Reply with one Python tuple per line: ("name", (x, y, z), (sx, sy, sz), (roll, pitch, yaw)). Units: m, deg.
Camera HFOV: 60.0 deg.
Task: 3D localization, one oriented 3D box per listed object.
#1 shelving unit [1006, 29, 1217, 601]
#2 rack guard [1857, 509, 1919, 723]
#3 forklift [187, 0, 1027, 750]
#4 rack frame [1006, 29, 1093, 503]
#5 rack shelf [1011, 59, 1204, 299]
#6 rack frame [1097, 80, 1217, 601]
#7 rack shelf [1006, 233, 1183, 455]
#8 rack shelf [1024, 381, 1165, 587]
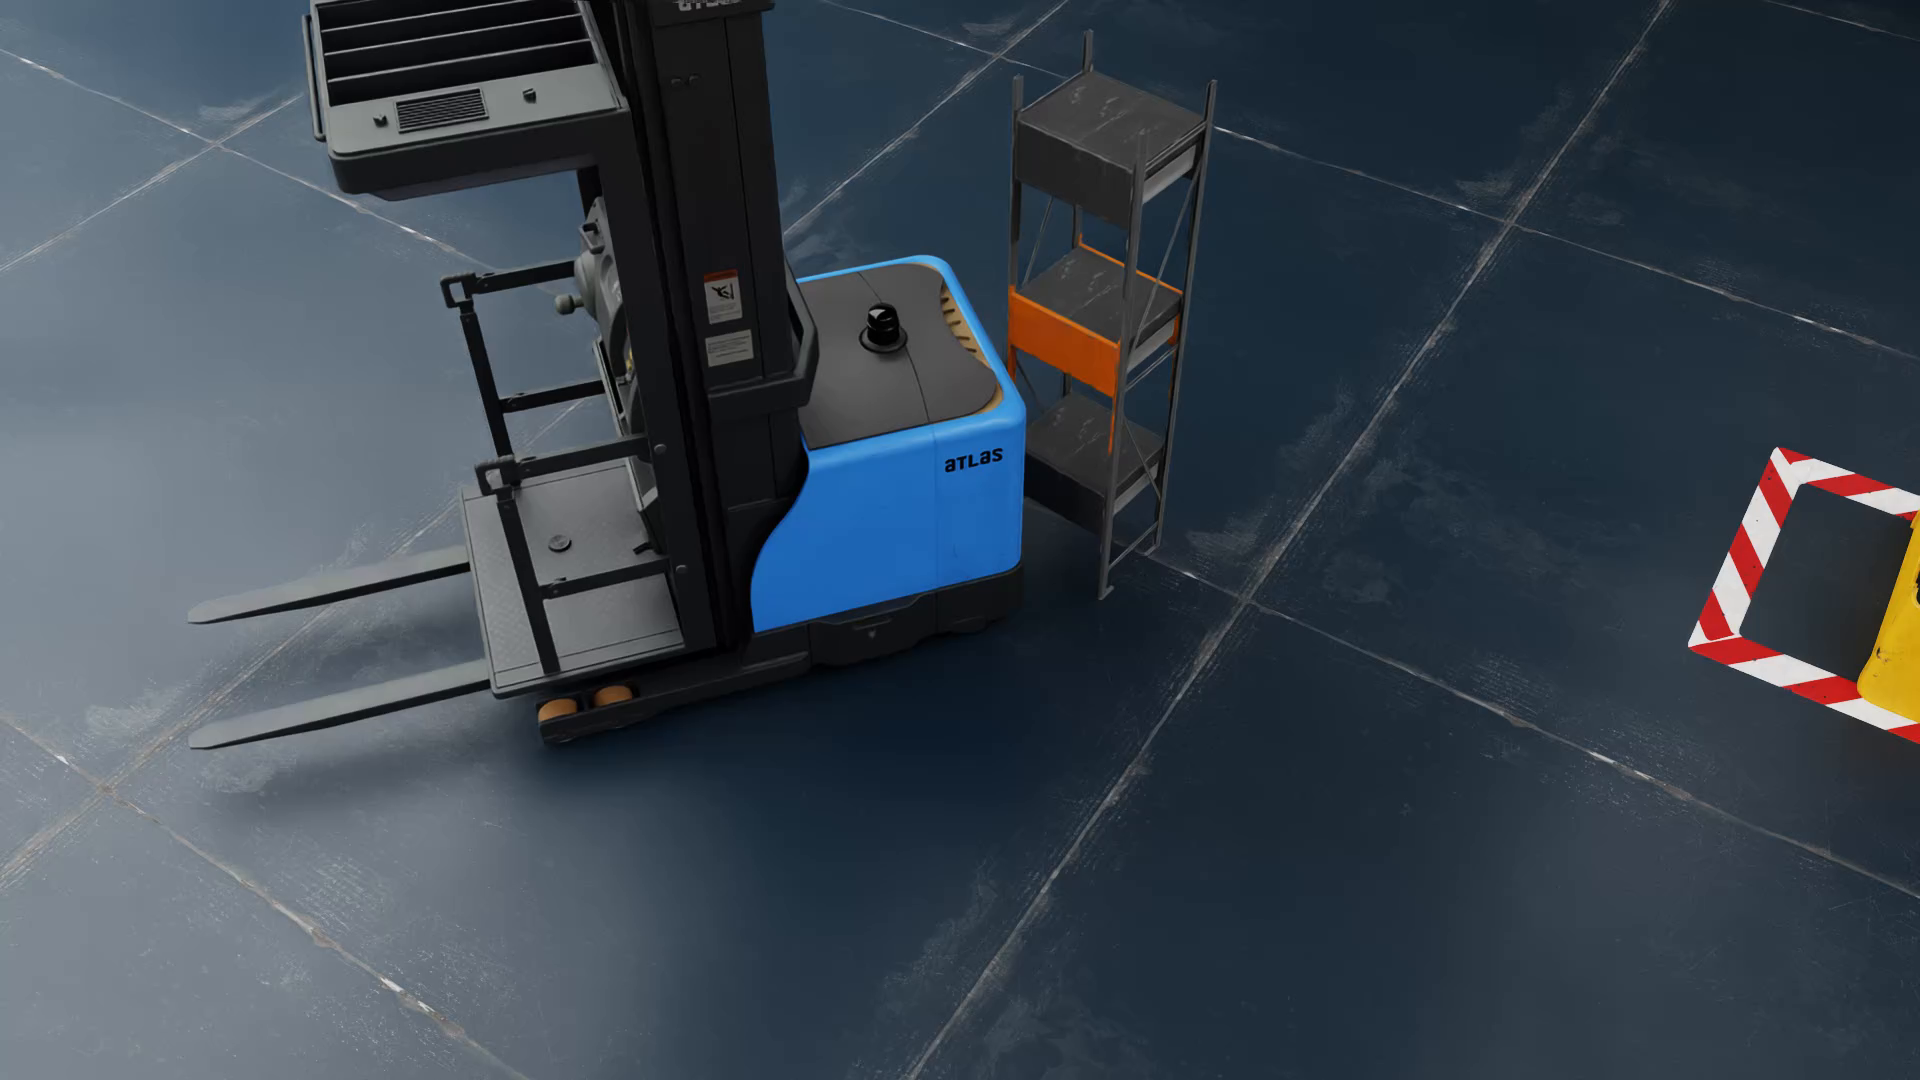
("shelving unit", (0.488, -0.717, 5.983), (0.503, 2.100, 0.431), (31, 53, 27))
("rack guard", (3.783, 0.120, 6.285), (0.348, 0.500, 1.175), (25, 51, 22))
("forklift", (-1.330, -0.715, 5.401), (3.031, 2.935, 1.130), (-13, 47, -13))
("rack frame", (0.302, -0.830, 6.093), (0.015, 2.100, 0.400), (31, 53, 27))
("rack shelf", (0.488, -1.195, 5.491), (0.480, 0.518, 0.431), (31, 53, 27))
("rack frame", (0.674, -0.604, 5.873), (0.015, 2.100, 0.400), (31, 53, 27))
("rack shelf", (0.488, -0.708, 5.993), (0.480, 0.518, 0.431), (31, 53, 27))
("rack shelf", (0.488, -0.220, 6.495), (0.480, 0.518, 0.431), (31, 53, 27))
